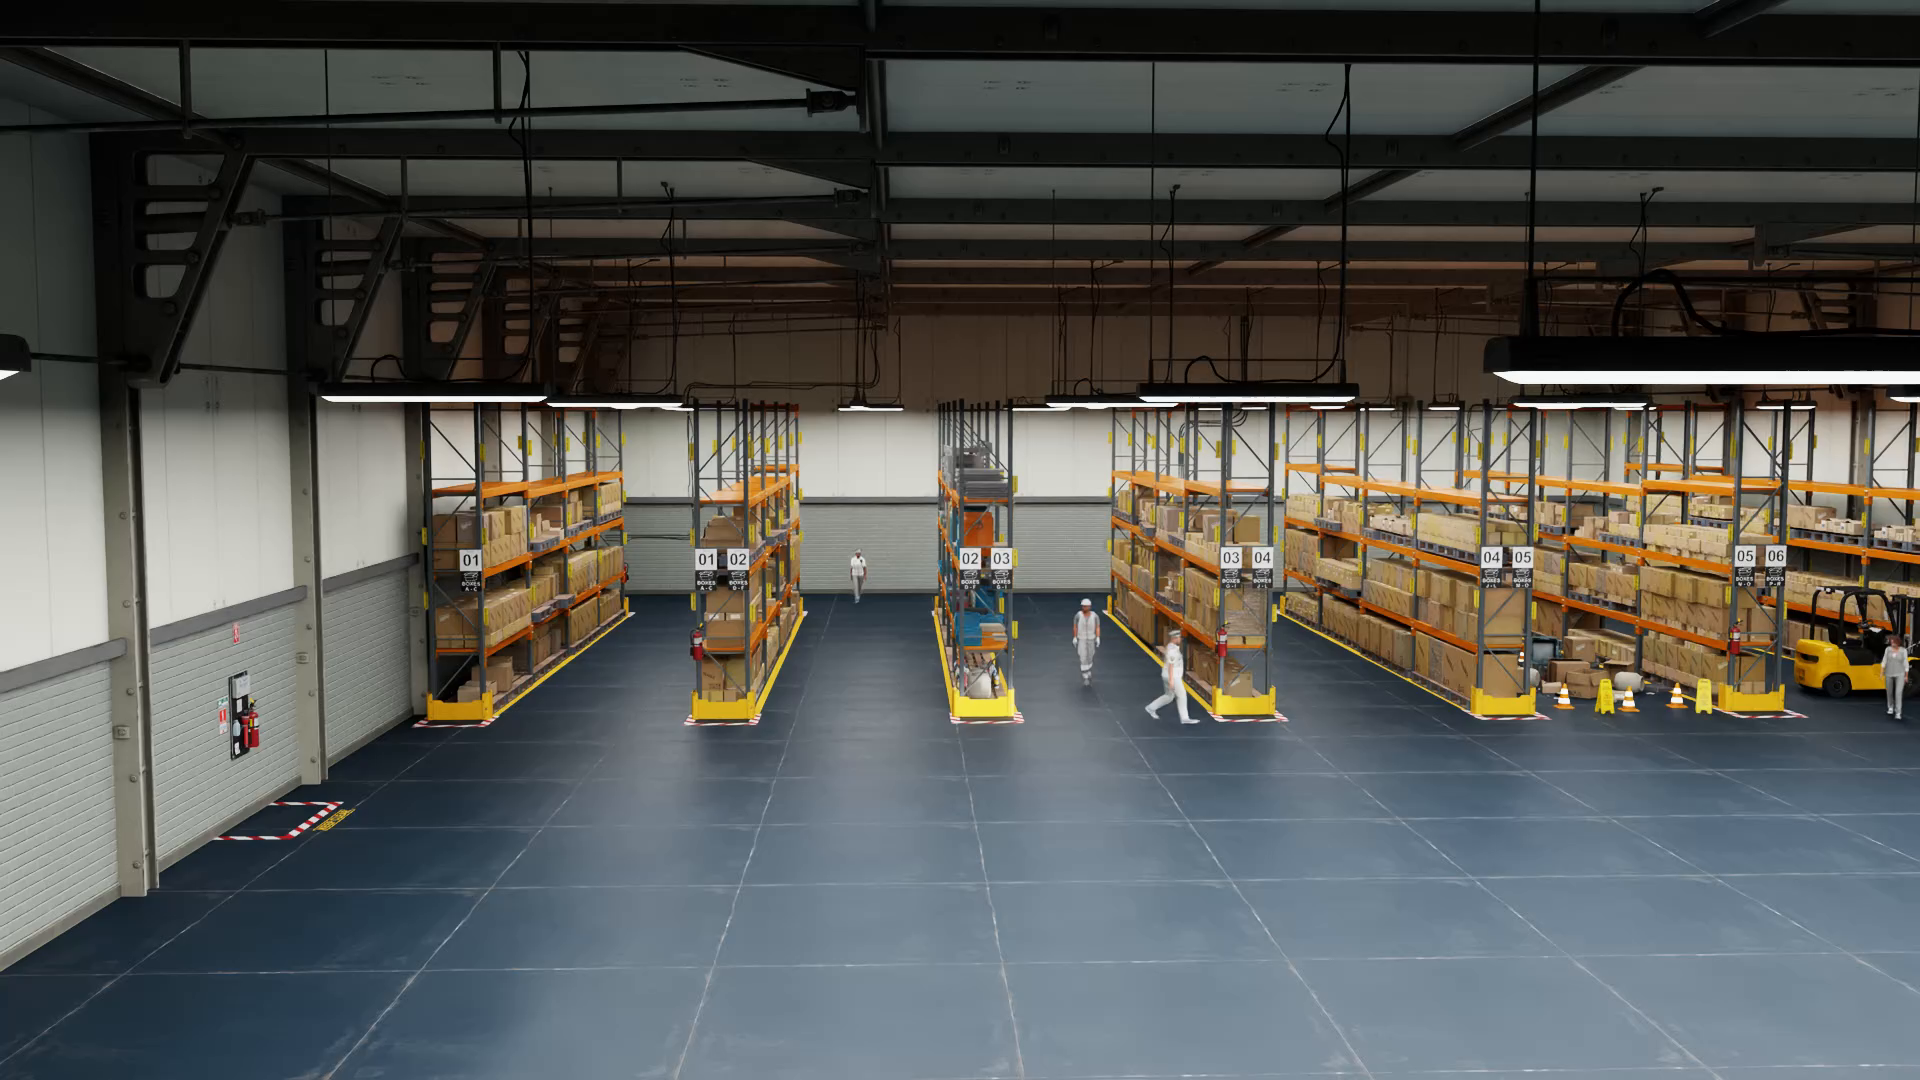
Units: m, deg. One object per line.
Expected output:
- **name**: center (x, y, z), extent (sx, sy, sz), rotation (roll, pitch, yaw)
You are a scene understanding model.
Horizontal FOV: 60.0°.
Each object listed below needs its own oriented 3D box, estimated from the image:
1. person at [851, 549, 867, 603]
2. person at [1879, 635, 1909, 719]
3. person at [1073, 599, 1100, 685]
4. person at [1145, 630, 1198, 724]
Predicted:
- **person**: center (-3.074, 1.064, 50.496), extent (0.456, 1.621, 1.063), rotation (-1, 4, -12)
- **person**: center (17.613, 2.561, 31.348), extent (0.458, 1.549, 0.842), rotation (4, 6, 41)
- **person**: center (2.704, 2.146, 35.416), extent (0.559, 1.786, 0.834), rotation (0, 4, -2)
- **person**: center (3.914, 2.521, 30.771), extent (0.948, 1.715, 0.569), rotation (0, 4, 2)
